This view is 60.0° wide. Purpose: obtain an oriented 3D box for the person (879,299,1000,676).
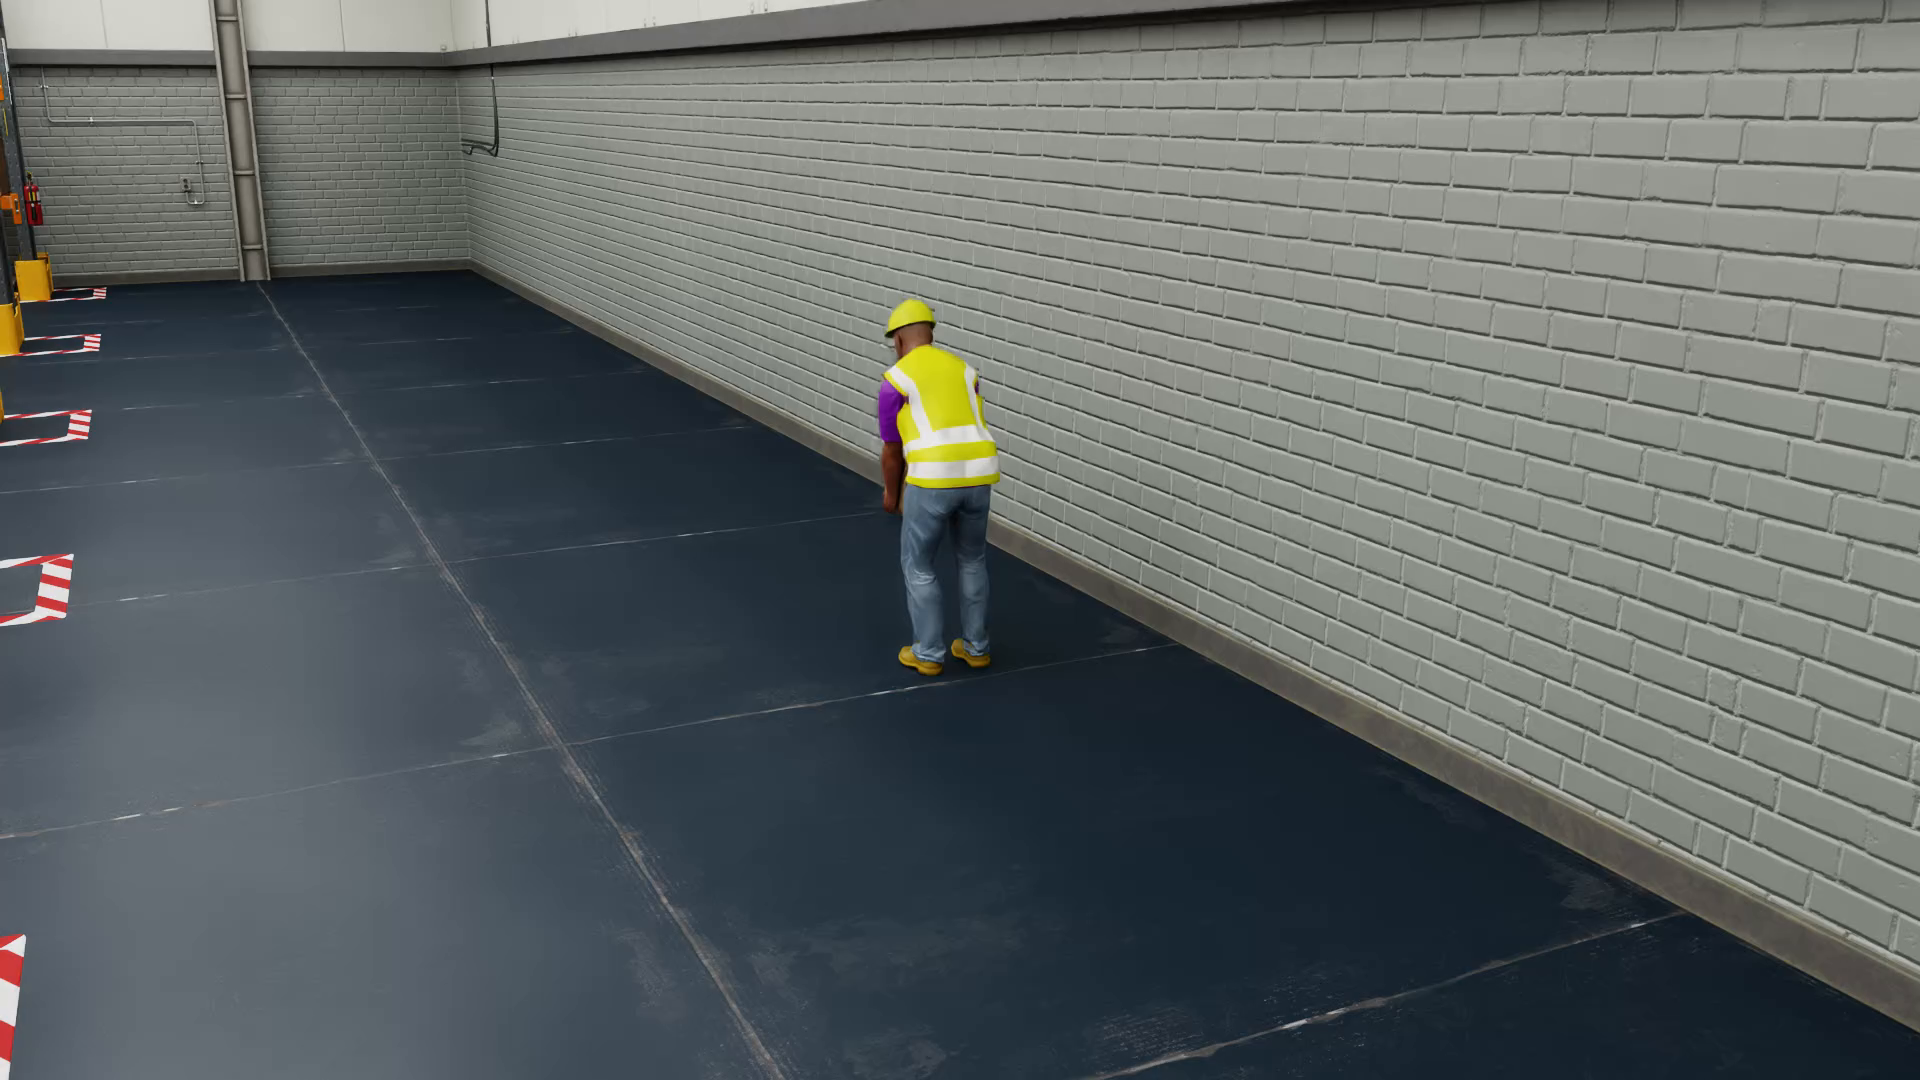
[{"bbox_3d":[-0.130,-0.253,7.613,0.483,1.657,0.693,-8,17,-26],"label":"person"}]
